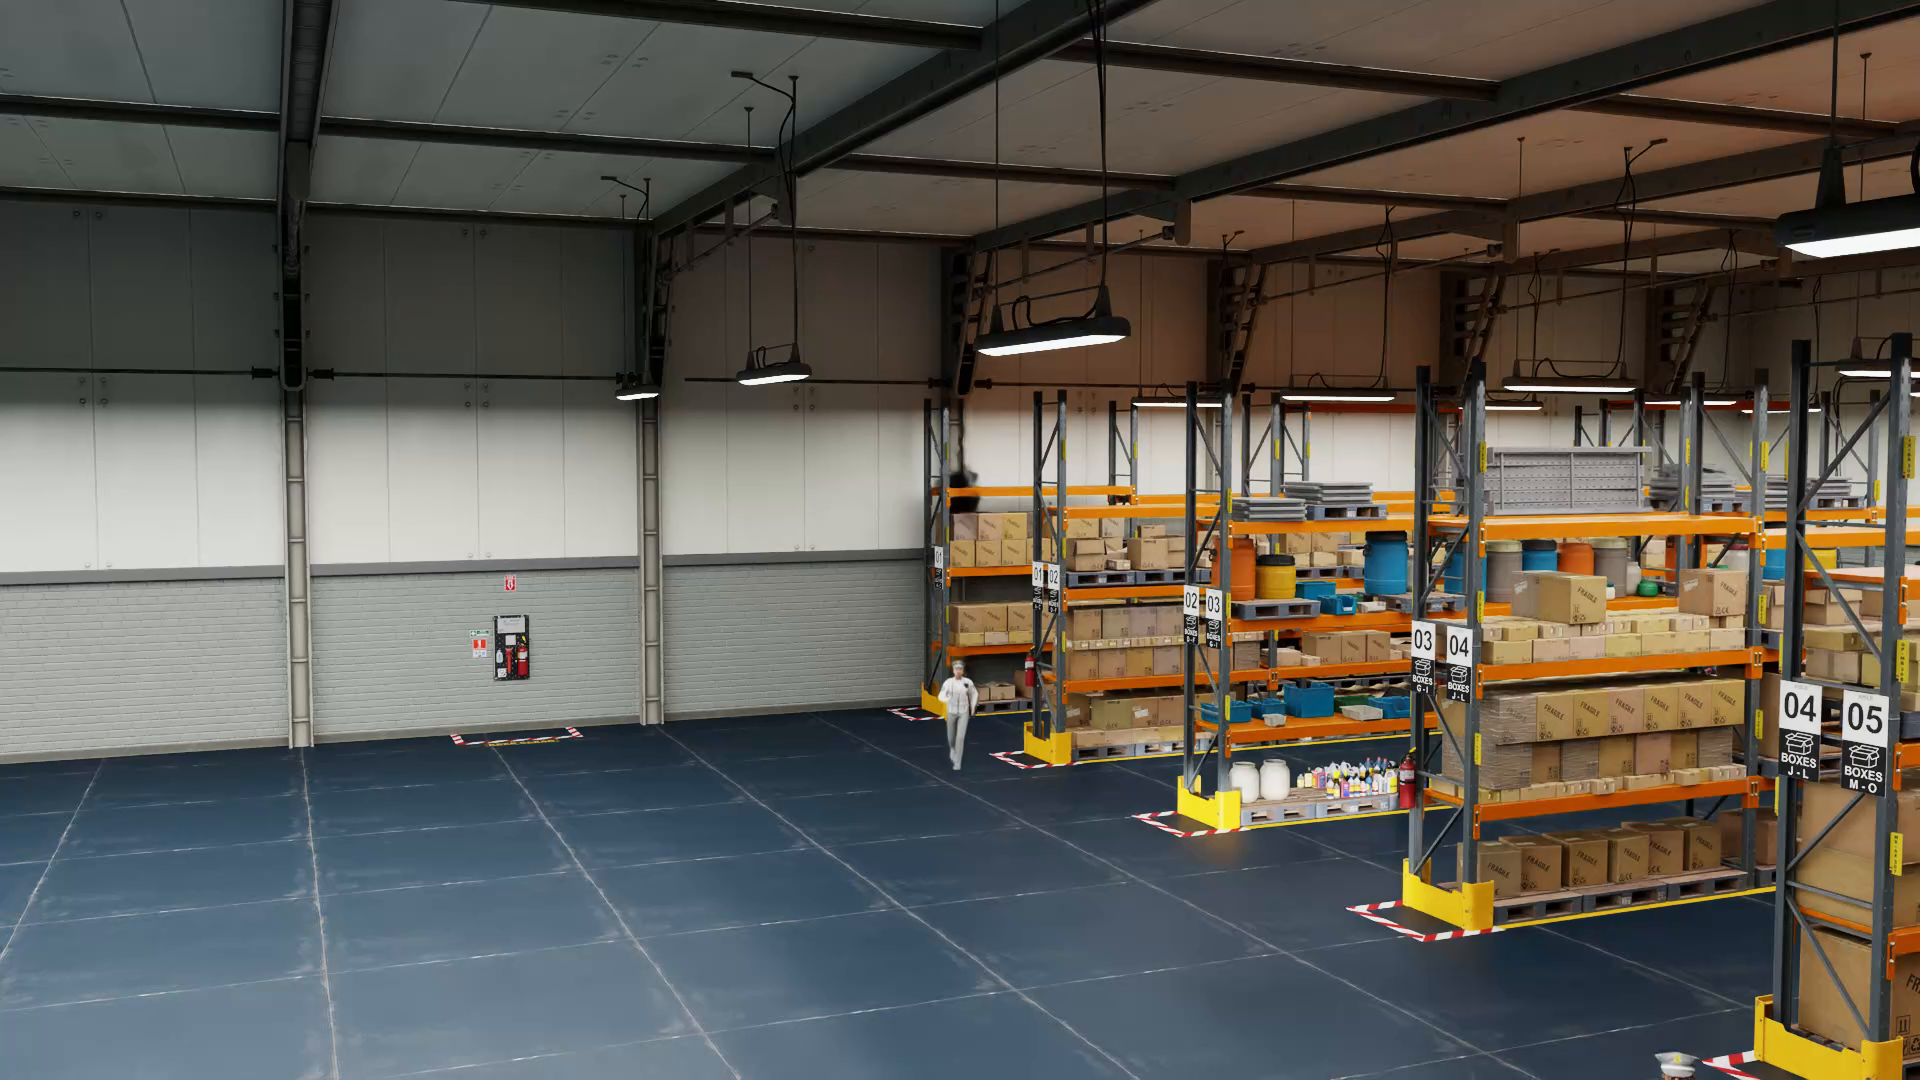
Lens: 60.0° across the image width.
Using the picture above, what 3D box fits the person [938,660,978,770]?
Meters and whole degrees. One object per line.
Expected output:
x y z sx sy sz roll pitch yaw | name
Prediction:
-0.028 2.699 25.958 0.620 1.671 0.836 0 3 2 | person

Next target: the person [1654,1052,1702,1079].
4.163 3.774 9.679 0.593 1.738 0.913 1 4 23 | person
